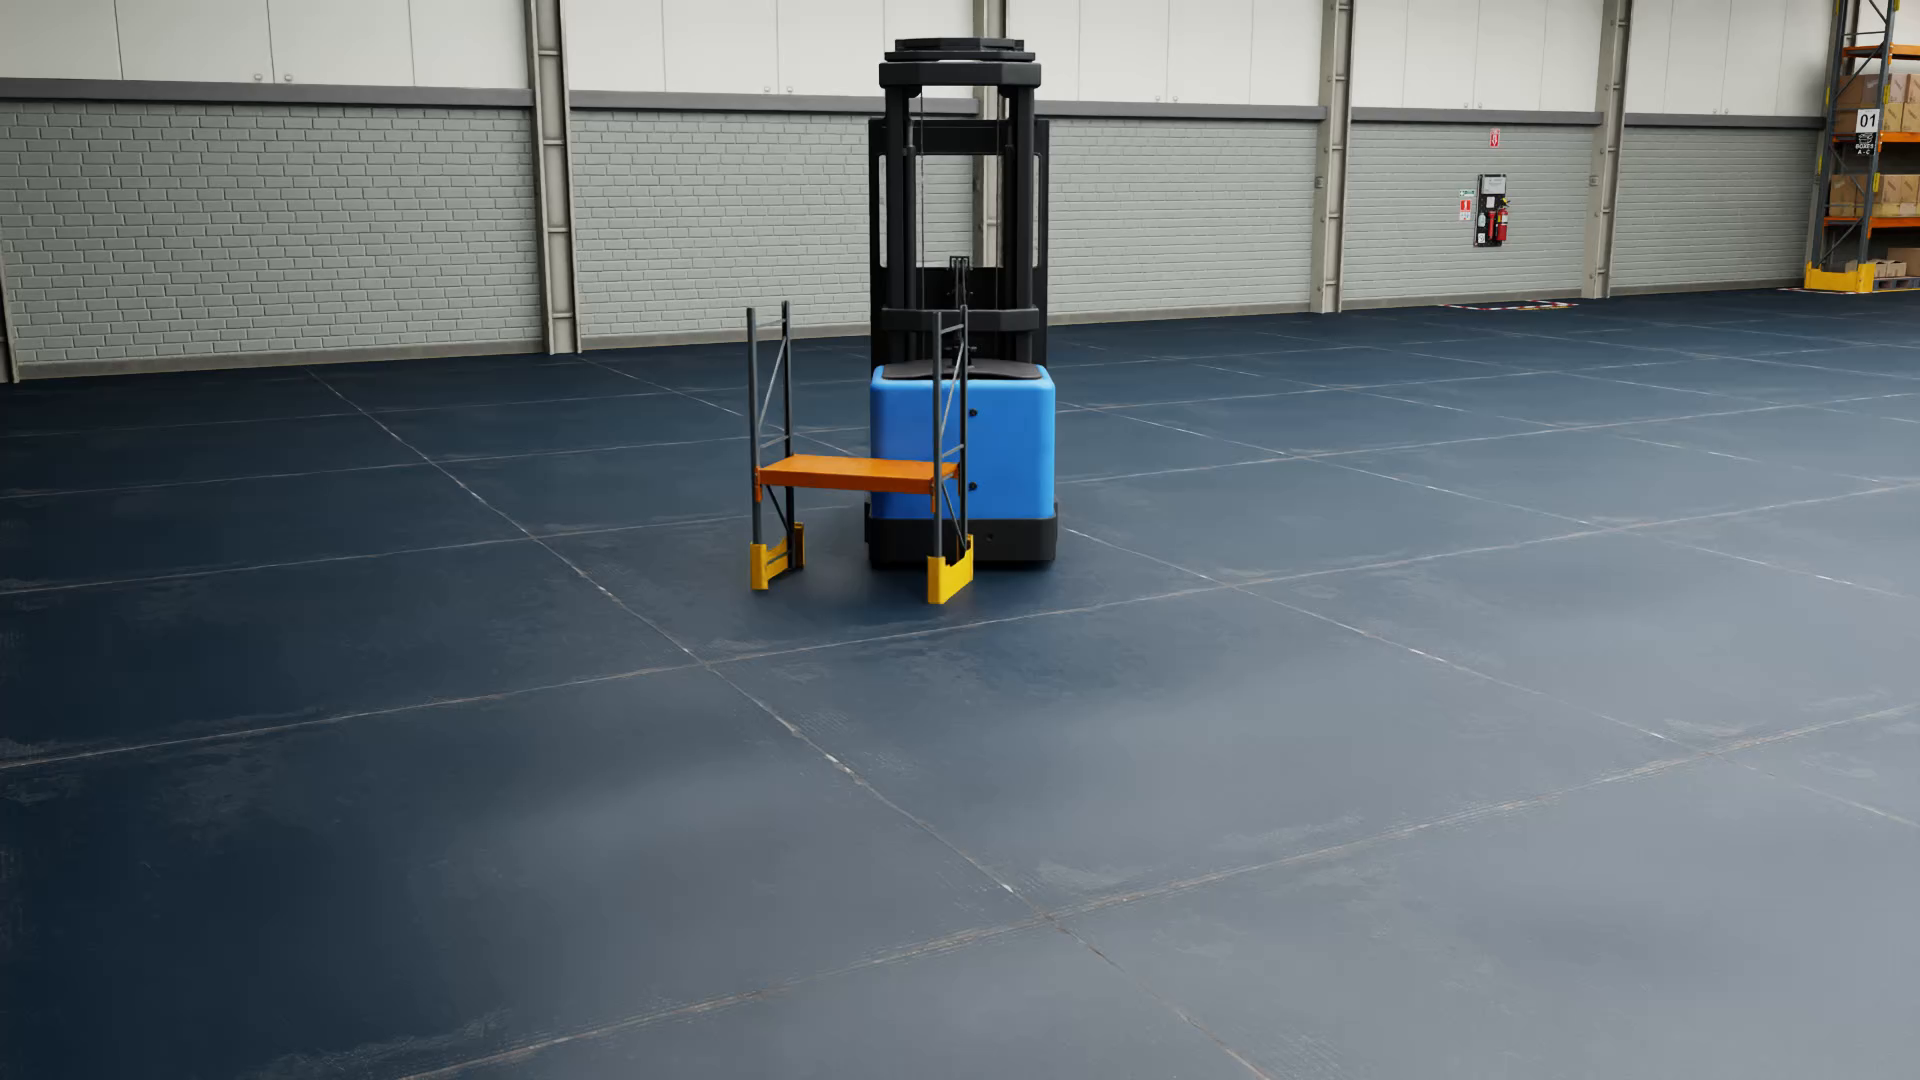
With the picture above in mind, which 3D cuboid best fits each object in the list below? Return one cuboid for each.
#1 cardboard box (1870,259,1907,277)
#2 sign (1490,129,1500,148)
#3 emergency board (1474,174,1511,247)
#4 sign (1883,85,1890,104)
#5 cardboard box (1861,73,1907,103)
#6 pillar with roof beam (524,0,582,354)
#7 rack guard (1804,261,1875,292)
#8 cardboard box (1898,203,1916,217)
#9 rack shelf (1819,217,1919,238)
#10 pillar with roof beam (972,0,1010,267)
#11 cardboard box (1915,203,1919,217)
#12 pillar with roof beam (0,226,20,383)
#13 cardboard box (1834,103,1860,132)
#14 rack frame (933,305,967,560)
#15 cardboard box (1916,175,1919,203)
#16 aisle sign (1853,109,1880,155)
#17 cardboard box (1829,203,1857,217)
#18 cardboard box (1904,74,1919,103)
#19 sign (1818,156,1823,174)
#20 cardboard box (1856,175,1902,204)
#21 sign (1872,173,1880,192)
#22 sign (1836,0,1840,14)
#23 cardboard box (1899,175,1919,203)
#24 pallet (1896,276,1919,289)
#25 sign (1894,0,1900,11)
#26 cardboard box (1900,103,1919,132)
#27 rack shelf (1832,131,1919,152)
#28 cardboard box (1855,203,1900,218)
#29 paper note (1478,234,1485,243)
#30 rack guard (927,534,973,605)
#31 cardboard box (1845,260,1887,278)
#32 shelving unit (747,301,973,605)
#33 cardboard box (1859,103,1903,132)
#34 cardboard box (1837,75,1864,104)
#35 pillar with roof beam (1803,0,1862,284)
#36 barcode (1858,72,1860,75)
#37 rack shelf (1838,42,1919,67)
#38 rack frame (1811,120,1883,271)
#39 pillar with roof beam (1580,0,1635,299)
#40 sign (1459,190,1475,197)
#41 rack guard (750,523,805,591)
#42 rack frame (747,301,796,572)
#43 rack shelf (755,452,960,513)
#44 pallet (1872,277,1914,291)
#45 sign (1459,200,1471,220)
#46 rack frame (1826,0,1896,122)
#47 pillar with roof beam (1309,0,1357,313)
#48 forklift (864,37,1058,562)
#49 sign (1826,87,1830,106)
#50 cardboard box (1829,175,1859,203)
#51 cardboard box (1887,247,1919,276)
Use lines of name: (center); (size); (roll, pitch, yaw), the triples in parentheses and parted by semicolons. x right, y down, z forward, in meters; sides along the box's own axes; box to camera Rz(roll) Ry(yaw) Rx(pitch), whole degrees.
cardboard box: (17.167, -5.056, 30.867); (0.500, 0.311, 0.500); (-6, 14, -23)
sign: (8.707, -6.544, 27.075); (0.199, 0.298, 0.001); (-7, 14, -28)
emergency board: (8.762, -5.395, 27.248); (0.643, 1.169, 0.194); (-7, 14, -28)
sign: (16.276, -7.823, 29.218); (0.005, 0.325, 0.100); (-7, 14, -28)
cardboard box: (16.470, -8.042, 29.628); (0.500, 0.500, 0.500); (-8, 15, -32)
pillar with roof beam: (-2.787, -5.851, 15.612); (0.400, 9.000, 9.100); (-7, 14, -28)
rack guard: (16.083, -4.827, 30.418); (0.348, 0.500, 1.175); (-7, 14, -28)
cardboard box: (17.045, -6.022, 30.333); (0.500, 0.250, 0.500); (-7, 15, -30)
rack shelf: (17.771, -5.898, 31.122); (4.000, 0.370, 1.077); (-7, 14, -28)
pillar with roof beam: (2.479, -6.482, 18.416); (0.400, 9.000, 9.100); (-7, 14, -28)
cardboard box: (17.495, -6.075, 30.566); (0.500, 0.250, 0.500); (-7, 15, -29)
pillar with roof beam: (-8.053, -5.220, 12.807); (0.400, 9.000, 9.100); (-7, 14, -28)
cardboard box: (16.261, -7.653, 30.177); (0.500, 0.500, 0.500); (-6, 14, -24)
rack frame: (-0.048, -0.458, 8.729); (0.032, 1.500, 0.500); (4, 13, 17)
cardboard box: (17.474, -6.436, 30.464); (0.500, 0.500, 0.500); (-7, 15, -30)
aisle sign: (16.096, -7.241, 29.532); (0.004, 0.787, 0.394); (-7, 14, -28)
cardboard box: (16.333, -6.061, 30.506); (0.500, 0.250, 0.500); (-7, 14, -27)
cardboard box: (16.935, -8.085, 29.819); (0.500, 0.500, 0.500); (-7, 14, -29)
sign: (15.768, -6.866, 30.430); (0.005, 0.325, 0.100); (-7, 14, -28)
cardboard box: (16.579, -6.333, 30.005); (0.500, 0.500, 0.500); (-7, 14, -28)
sign: (16.276, -6.356, 29.548); (0.005, 0.325, 0.100); (-7, 14, -28)
sign: (15.768, -9.607, 29.814); (0.005, 0.325, 0.100); (-7, 14, -28)
cardboard box: (17.018, -6.383, 30.228); (0.500, 0.500, 0.500); (-7, 14, -28)
pallet: (17.882, -4.892, 31.365); (1.213, 0.211, 1.003); (-7, 14, -28)
sign: (16.276, -9.355, 28.873); (0.005, 0.325, 0.100); (-7, 14, -28)
cardboard box: (16.918, -7.597, 29.928); (0.500, 0.500, 0.500); (-6, 14, -24)
rack shelf: (17.771, -7.361, 30.792); (4.000, 0.370, 1.077); (-7, 14, -28)
cardboard box: (16.596, -5.965, 30.078); (0.500, 0.250, 0.500); (-7, 15, -29)
paper note: (8.574, -4.960, 27.321); (0.142, 0.148, 0.016); (-7, 14, -28)
rack guard: (-0.049, 0.151, 8.867); (0.087, 0.250, 0.587); (4, 13, 17)
cardboard box: (16.666, -4.996, 30.601); (0.500, 0.311, 0.500); (-9, 15, -34)
shelving unit: (-0.525, -0.491, 8.873); (1.083, 1.500, 0.587); (4, 13, 17)
cardboard box: (16.429, -7.547, 29.707); (0.500, 0.500, 0.500); (-6, 14, -26)
cardboard box: (16.269, -8.144, 30.081); (0.500, 0.500, 0.500); (-6, 14, -25)
pillar with roof beam: (18.279, -8.376, 26.830); (0.400, 9.000, 9.100); (-7, 14, -28)
barcode: (16.400, -8.502, 30.352); (0.075, 0.075, 0.001); (-7, 14, -28)
rack shelf: (17.771, -8.823, 30.463); (4.000, 0.370, 1.077); (-7, 14, -28)
rack frame: (16.016, -6.038, 30.108); (0.127, 3.000, 1.000); (-7, 14, -28)
pillar with roof beam: (13.012, -7.744, 24.026); (0.400, 9.000, 9.100); (-7, 14, -28)
sign: (8.236, -5.631, 27.011); (0.331, 0.109, 0.001); (-7, 14, -28)
rack guard: (-1.001, 0.087, 9.154); (0.087, 0.250, 0.587); (4, 13, 17)
rack frame: (-1.019, -0.524, 9.022); (0.032, 1.500, 0.500); (4, 13, 17)
rack shelf: (-0.534, -0.316, 8.915); (1.000, 0.185, 0.538); (4, 13, 17)
pallet: (16.813, -4.764, 30.799); (1.213, 0.211, 1.003); (-7, 14, -28)
sign: (8.227, -5.374, 27.074); (0.234, 0.329, 0.001); (-7, 14, -28)
rack frame: (16.016, -8.965, 29.449); (0.127, 3.000, 1.000); (-7, 14, -28)
pillar with roof beam: (7.746, -7.113, 21.221); (0.400, 9.000, 9.100); (-7, 14, -28)
forklift: (-0.012, -1.573, 10.424); (1.130, 2.935, 3.031); (0, 13, -1)
sign: (15.768, -8.043, 30.166); (0.005, 0.325, 0.100); (-7, 14, -28)
cardboard box: (16.328, -6.431, 30.442); (0.500, 0.500, 0.500); (-7, 14, -28)
cardboard box: (17.835, -5.216, 31.147); (0.500, 0.500, 0.700); (-8, 15, -31)
